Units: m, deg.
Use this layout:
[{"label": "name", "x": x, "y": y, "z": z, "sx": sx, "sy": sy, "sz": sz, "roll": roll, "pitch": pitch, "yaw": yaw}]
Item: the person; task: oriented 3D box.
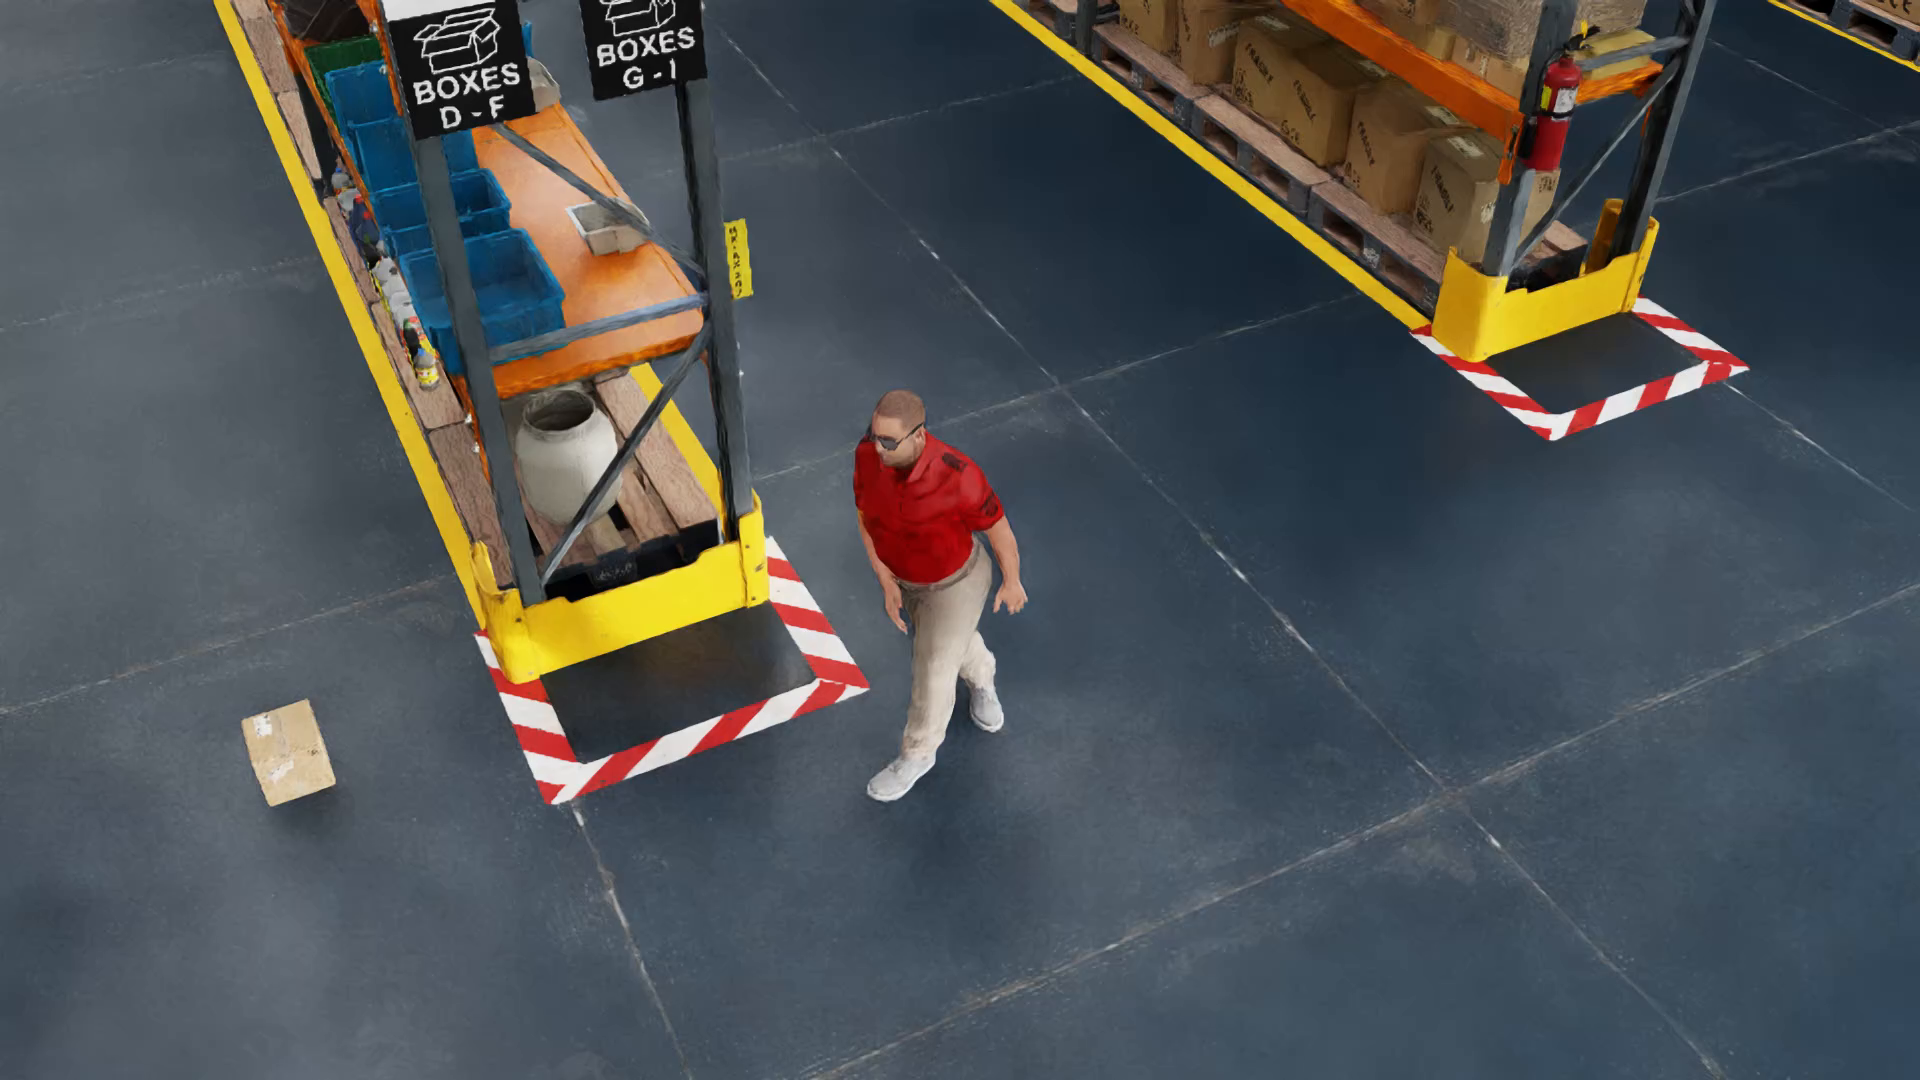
[{"label": "person", "x": -0.102, "y": 0.147, "z": 5.998, "sx": 0.582, "sy": 1.699, "sz": 0.797, "roll": 30, "pitch": 49, "yaw": 30}]
